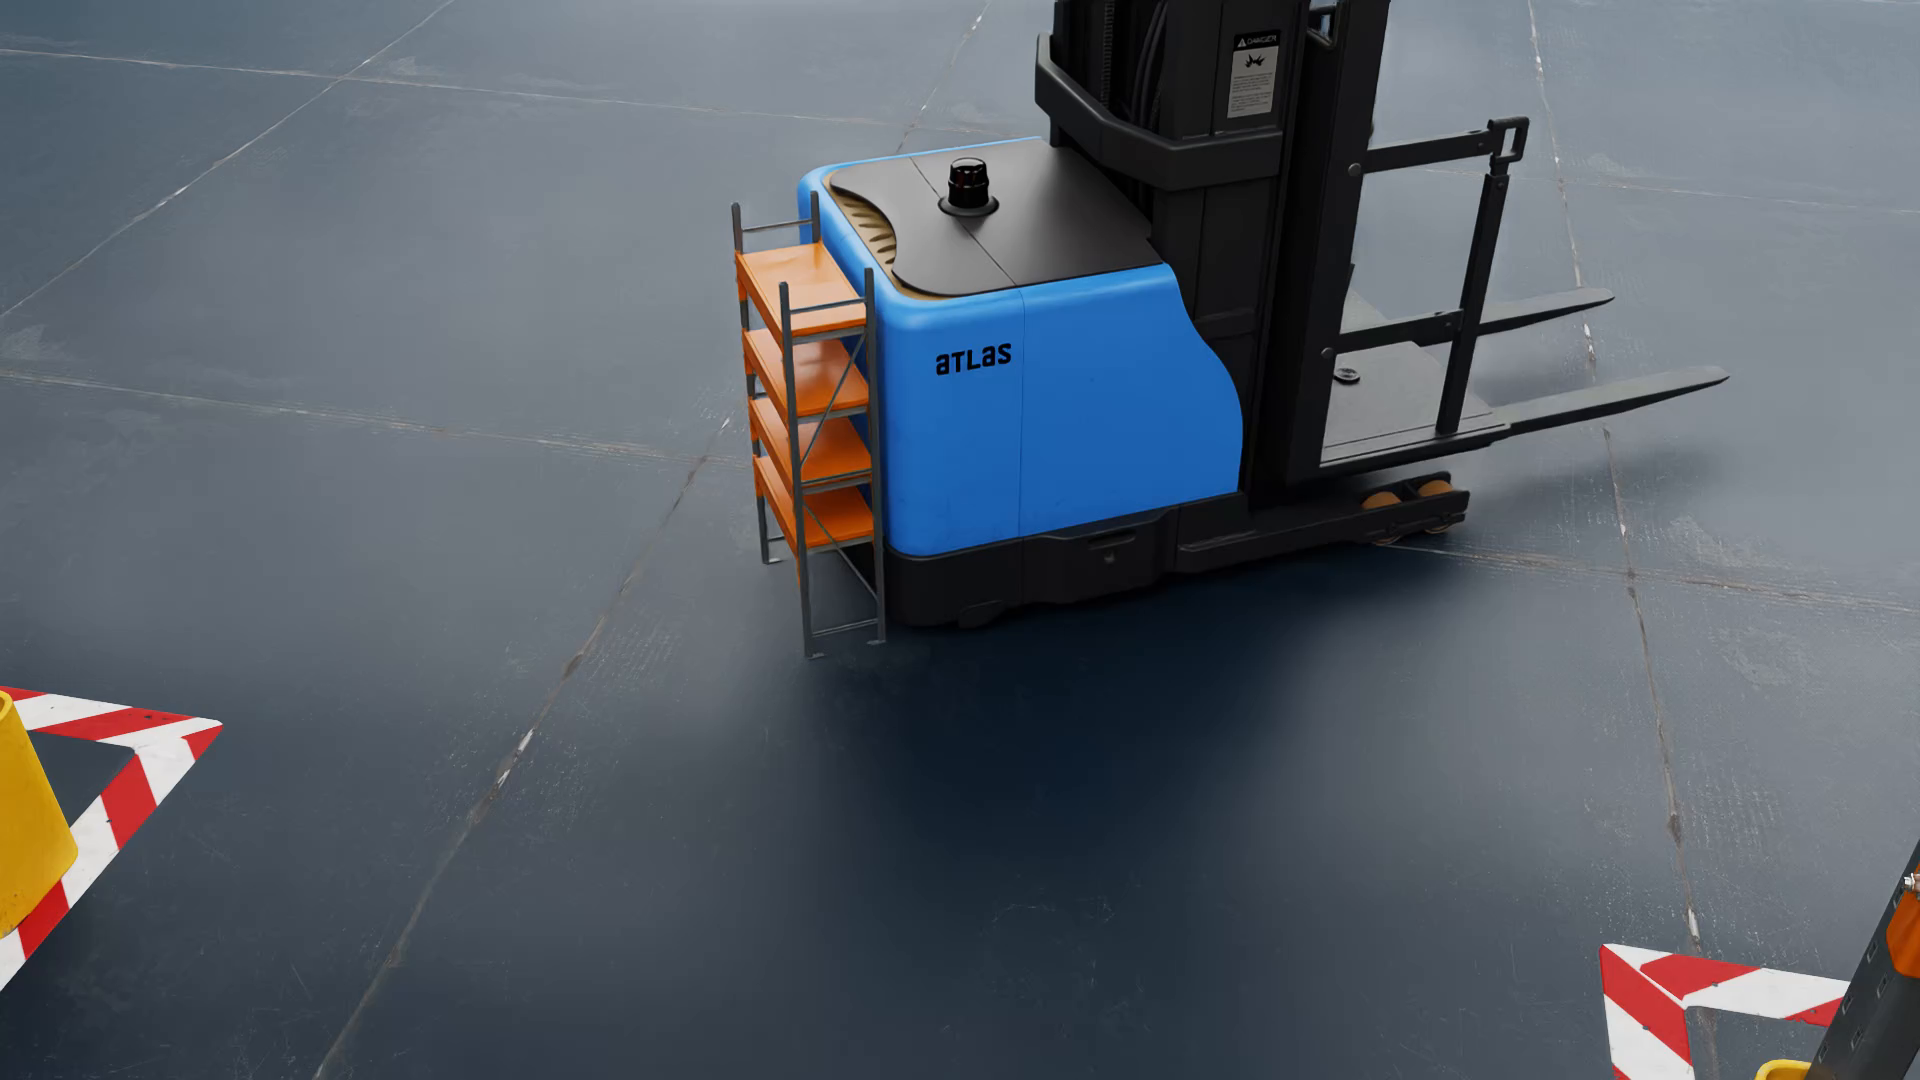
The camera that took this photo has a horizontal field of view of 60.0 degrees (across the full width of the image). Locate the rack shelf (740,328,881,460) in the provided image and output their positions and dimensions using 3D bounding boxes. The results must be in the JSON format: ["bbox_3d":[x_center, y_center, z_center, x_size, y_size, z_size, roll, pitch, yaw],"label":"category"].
[{"bbox_3d":[-0.414,-0.428,4.551,0.258,0.148,0.480,-12,38,-16],"label":"rack shelf"}]

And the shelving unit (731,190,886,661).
[{"bbox_3d":[-0.414,-0.301,4.643,0.258,1.200,0.503,-12,38,-16],"label":"shelving unit"}]

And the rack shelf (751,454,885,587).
[{"bbox_3d":[-0.414,-0.086,4.799,0.258,0.148,0.480,-12,38,-16],"label":"rack shelf"}]

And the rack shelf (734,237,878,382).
[{"bbox_3d":[-0.414,-0.619,4.413,0.258,0.148,0.480,-12,38,-16],"label":"rack shelf"}]

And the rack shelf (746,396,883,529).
[{"bbox_3d":[-0.414,-0.247,4.683,0.258,0.148,0.480,-12,38,-16],"label":"rack shelf"}]

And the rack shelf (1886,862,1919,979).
[{"bbox_3d":[1.590,1.709,0.949,1.077,0.370,4.000,7,37,10],"label":"rack shelf"}]

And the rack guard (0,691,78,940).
[{"bbox_3d":[-2.801,0.590,4.010,1.175,0.500,0.348,7,37,10],"label":"rack guard"}]

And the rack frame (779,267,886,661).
[{"bbox_3d":[-0.330,-0.167,4.458,0.240,1.200,0.015,-12,38,-16],"label":"rack frame"}]

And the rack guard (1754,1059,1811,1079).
[{"bbox_3d":[2.001,1.327,2.993,1.175,0.500,0.348,7,37,10],"label":"rack guard"}]

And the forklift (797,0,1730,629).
[{"bbox_3d":[1.075,-1.450,4.753,3.031,2.935,1.130,-12,38,-16],"label":"forklift"}]

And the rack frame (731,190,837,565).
[{"bbox_3d":[-0.498,-0.436,4.829,0.240,1.200,0.015,-12,38,-16],"label":"rack frame"}]
